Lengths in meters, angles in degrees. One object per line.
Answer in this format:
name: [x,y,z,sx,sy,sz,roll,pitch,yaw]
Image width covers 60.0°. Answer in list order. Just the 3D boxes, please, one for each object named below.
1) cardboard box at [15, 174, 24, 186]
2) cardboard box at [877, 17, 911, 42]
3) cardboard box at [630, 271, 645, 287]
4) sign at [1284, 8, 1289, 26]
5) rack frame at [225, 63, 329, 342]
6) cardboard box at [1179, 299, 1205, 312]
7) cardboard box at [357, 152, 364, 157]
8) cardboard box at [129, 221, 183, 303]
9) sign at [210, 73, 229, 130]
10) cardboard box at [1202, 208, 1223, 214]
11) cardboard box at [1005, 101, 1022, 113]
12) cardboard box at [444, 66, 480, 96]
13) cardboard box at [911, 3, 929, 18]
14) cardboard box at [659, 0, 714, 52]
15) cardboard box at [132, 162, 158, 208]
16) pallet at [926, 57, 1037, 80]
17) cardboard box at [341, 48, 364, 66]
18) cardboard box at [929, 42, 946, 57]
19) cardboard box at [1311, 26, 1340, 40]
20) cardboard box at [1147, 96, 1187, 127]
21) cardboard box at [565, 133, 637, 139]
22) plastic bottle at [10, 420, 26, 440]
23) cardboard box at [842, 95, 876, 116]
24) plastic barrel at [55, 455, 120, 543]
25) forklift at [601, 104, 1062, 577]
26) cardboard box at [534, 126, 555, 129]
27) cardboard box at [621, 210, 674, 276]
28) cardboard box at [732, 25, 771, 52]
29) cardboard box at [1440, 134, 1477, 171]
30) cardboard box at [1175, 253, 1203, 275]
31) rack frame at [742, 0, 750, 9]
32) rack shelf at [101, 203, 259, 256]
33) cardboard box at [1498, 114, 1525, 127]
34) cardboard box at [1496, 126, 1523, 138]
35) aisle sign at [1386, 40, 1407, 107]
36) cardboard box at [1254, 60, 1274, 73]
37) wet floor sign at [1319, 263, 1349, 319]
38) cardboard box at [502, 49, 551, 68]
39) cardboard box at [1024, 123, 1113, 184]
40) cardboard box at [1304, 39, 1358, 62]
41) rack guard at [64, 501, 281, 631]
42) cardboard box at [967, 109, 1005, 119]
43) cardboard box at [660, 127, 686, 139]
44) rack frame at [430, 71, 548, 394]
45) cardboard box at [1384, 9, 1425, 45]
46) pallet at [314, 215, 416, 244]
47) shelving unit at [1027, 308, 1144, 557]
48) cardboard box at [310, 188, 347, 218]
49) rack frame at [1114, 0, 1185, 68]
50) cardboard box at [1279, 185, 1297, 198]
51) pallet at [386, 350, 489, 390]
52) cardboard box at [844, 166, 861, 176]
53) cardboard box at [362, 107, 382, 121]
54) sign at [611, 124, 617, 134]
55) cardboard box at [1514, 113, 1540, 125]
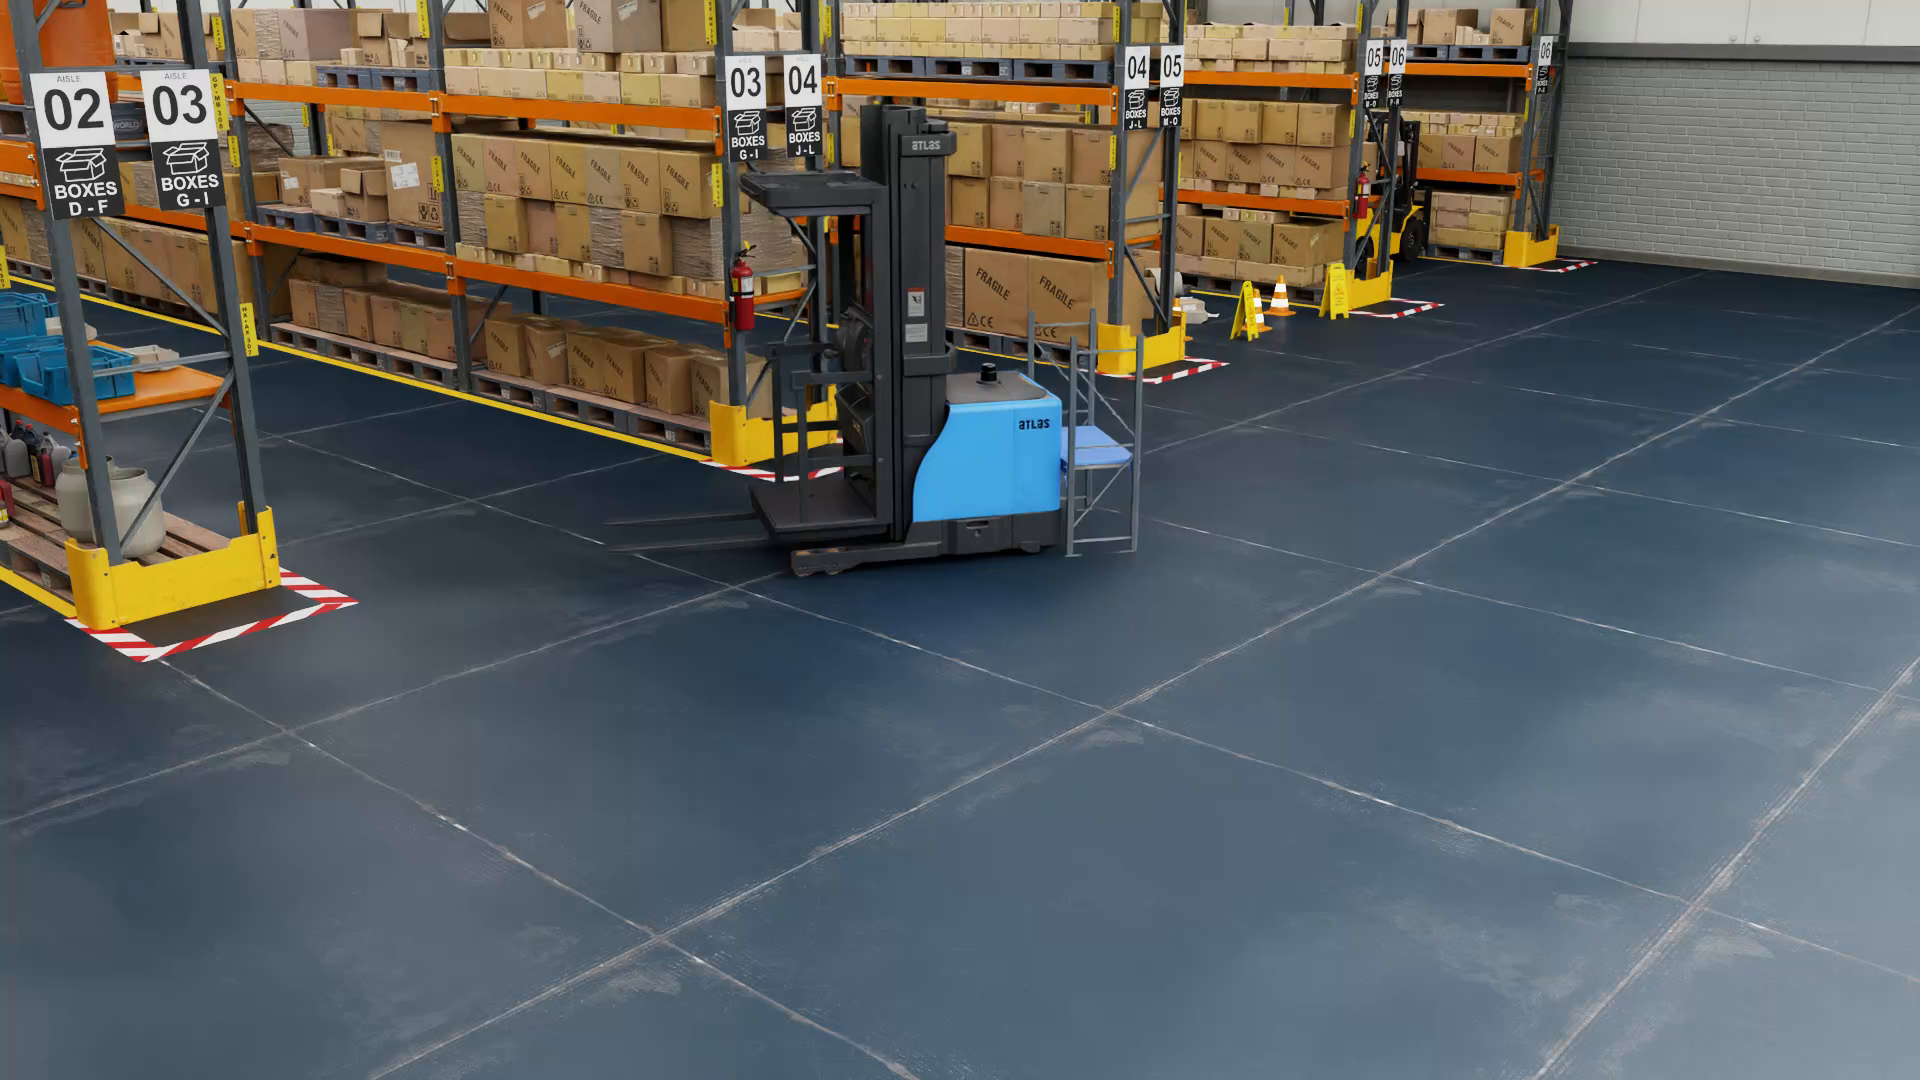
cardboard box: [-12.449,-4.854,22.362,0.250,0.149,0.380,15,23,39]
cardboard box: [-0.557,-5.555,18.094,0.500,0.250,0.500,15,23,39]
cardboard box: [-2.585,-2.257,14.181,0.250,0.149,0.380,15,23,39]
sign: [5.034,-8.035,25.637,0.005,0.325,0.100,15,23,39]
rack frame: [-7.475,-3.771,18.535,0.127,3.000,1.000,15,23,39]
cardboard box: [2.766,-2.854,20.358,0.380,0.149,0.250,-6,18,-18]
cardboard box: [-9.211,-6.031,26.072,0.250,0.149,0.380,15,23,39]
cardboard box: [-9.306,-3.458,20.368,0.875,0.875,1.225,14,22,37]
sign: [-4.411,-2.602,9.877,0.005,0.325,0.100,15,23,39]
cardboard box: [3.479,-4.195,22.482,0.500,0.500,0.500,17,24,42]
cardboard box: [0.855,-6.135,23.562,0.250,0.149,0.380,14,22,37]
cardboard box: [-4.317,-4.178,15.106,0.500,0.250,0.500,14,22,37]
cardboard box: [-0.305,-5.653,17.745,0.250,0.149,0.380,15,23,40]
cardboard box: [-2.422,-4.381,14.016,0.500,0.500,0.500,15,23,39]
cardboard box: [-9.538,-4.271,19.947,0.500,0.500,0.500,14,23,38]
pallet: [0.398,-5.045,17.739,1.213,0.211,1.003,15,23,39]
cardboard box: [-5.952,-4.840,16.637,0.250,0.166,0.380,14,22,38]
cardboard box: [-0.115,-5.222,17.705,0.250,0.149,0.380,15,23,39]
cardboard box: [4.470,-6.158,20.196,0.250,0.149,0.380,16,23,40]
cardboard box: [2.647,-5.631,22.086,0.500,0.500,0.700,15,23,40]
cardboard box: [-3.216,-3.405,15.072,0.500,0.500,0.500,15,23,39]
plastic bottle: [-7.098,-0.730,12.605,0.185,0.351,0.144,14,23,38]
cardboard box: [-1.457,-6.582,25.574,0.500,0.500,0.500,14,23,38]
plastic barrel: [-5.697,-0.274,10.934,0.421,0.512,0.421,0,18,0]
forklift: [-0.881,-1.333,10.966,3.031,2.935,1.130,-5,18,-15]
cardboard box: [-5.897,-5.795,23.649,0.250,0.149,0.380,14,22,38]
cardboard box: [-2.338,-2.544,14.012,0.500,0.500,0.875,15,23,39]
cardboard box: [-2.572,-6.007,19.909,0.500,0.311,0.500,14,22,37]
cardboard box: [7.454,-5.724,24.523,0.500,0.500,0.500,16,24,41]
cardboard box: [3.162,-3.709,22.192,0.500,0.250,0.500,15,23,39]
rack frame: [-3.889,-9.676,27.223,0.127,3.000,1.000,15,23,39]
rack shelf: [-8.971,-3.829,19.909,4.000,0.370,1.077,15,23,39]
cardboard box: [7.971,-6.053,23.997,0.250,0.149,0.380,15,23,39]
cardboard box: [7.933,-5.893,23.985,0.250,0.149,0.380,15,23,40]
aisle sign: [5.339,-5.703,20.327,0.004,0.787,0.394,15,23,39]
cardboard box: [3.887,-5.934,20.807,0.250,0.149,0.380,15,23,39]
wet floor sign: [4.518,-3.004,20.011,0.267,0.644,0.232,-9,20,-27]
cardboard box: [-3.799,-4.244,14.656,0.250,0.149,0.380,16,24,41]
cardboard box: [1.152,-4.025,17.304,0.550,0.550,0.875,15,23,39]
cardboard box: [4.525,-5.948,20.194,0.500,0.250,0.500,15,23,39]
rack guard: [-4.867,0.143,10.335,0.348,0.500,1.175,15,23,39]
cardboard box: [0.451,-5.949,24.048,0.500,0.500,0.500,14,22,37]
cardboard box: [-3.399,-5.203,21.230,0.500,0.500,0.700,15,23,38]
rack frame: [-4.483,-2.968,16.004,0.127,3.000,1.000,15,23,39]
cardboard box: [6.774,-7.645,24.754,0.637,0.503,0.797,16,24,41]
pallet: [-5.967,-3.291,17.340,1.213,0.211,1.003,15,23,39]
shelving unit: [0.844,-0.770,11.560,0.538,1.500,1.048,-4,18,-13]
cardboard box: [-6.374,-3.511,17.269,0.500,0.250,0.500,14,22,38]
rack frame: [1.877,-6.126,16.038,0.127,3.000,1.000,15,23,39]
cardboard box: [4.224,-4.396,20.919,0.250,0.149,0.380,15,23,38]
pallet: [-5.066,-1.795,16.917,1.213,0.211,1.003,15,23,39]
cardboard box: [-0.831,-4.070,19.228,0.550,0.550,0.875,15,23,39]
cardboard box: [-8.792,-6.684,25.404,0.500,0.500,0.500,14,22,38]
sign: [-4.460,-5.262,21.451,0.005,0.325,0.100,15,23,39]
cardboard box: [8.269,-6.145,24.286,0.250,0.149,0.380,14,23,38]
